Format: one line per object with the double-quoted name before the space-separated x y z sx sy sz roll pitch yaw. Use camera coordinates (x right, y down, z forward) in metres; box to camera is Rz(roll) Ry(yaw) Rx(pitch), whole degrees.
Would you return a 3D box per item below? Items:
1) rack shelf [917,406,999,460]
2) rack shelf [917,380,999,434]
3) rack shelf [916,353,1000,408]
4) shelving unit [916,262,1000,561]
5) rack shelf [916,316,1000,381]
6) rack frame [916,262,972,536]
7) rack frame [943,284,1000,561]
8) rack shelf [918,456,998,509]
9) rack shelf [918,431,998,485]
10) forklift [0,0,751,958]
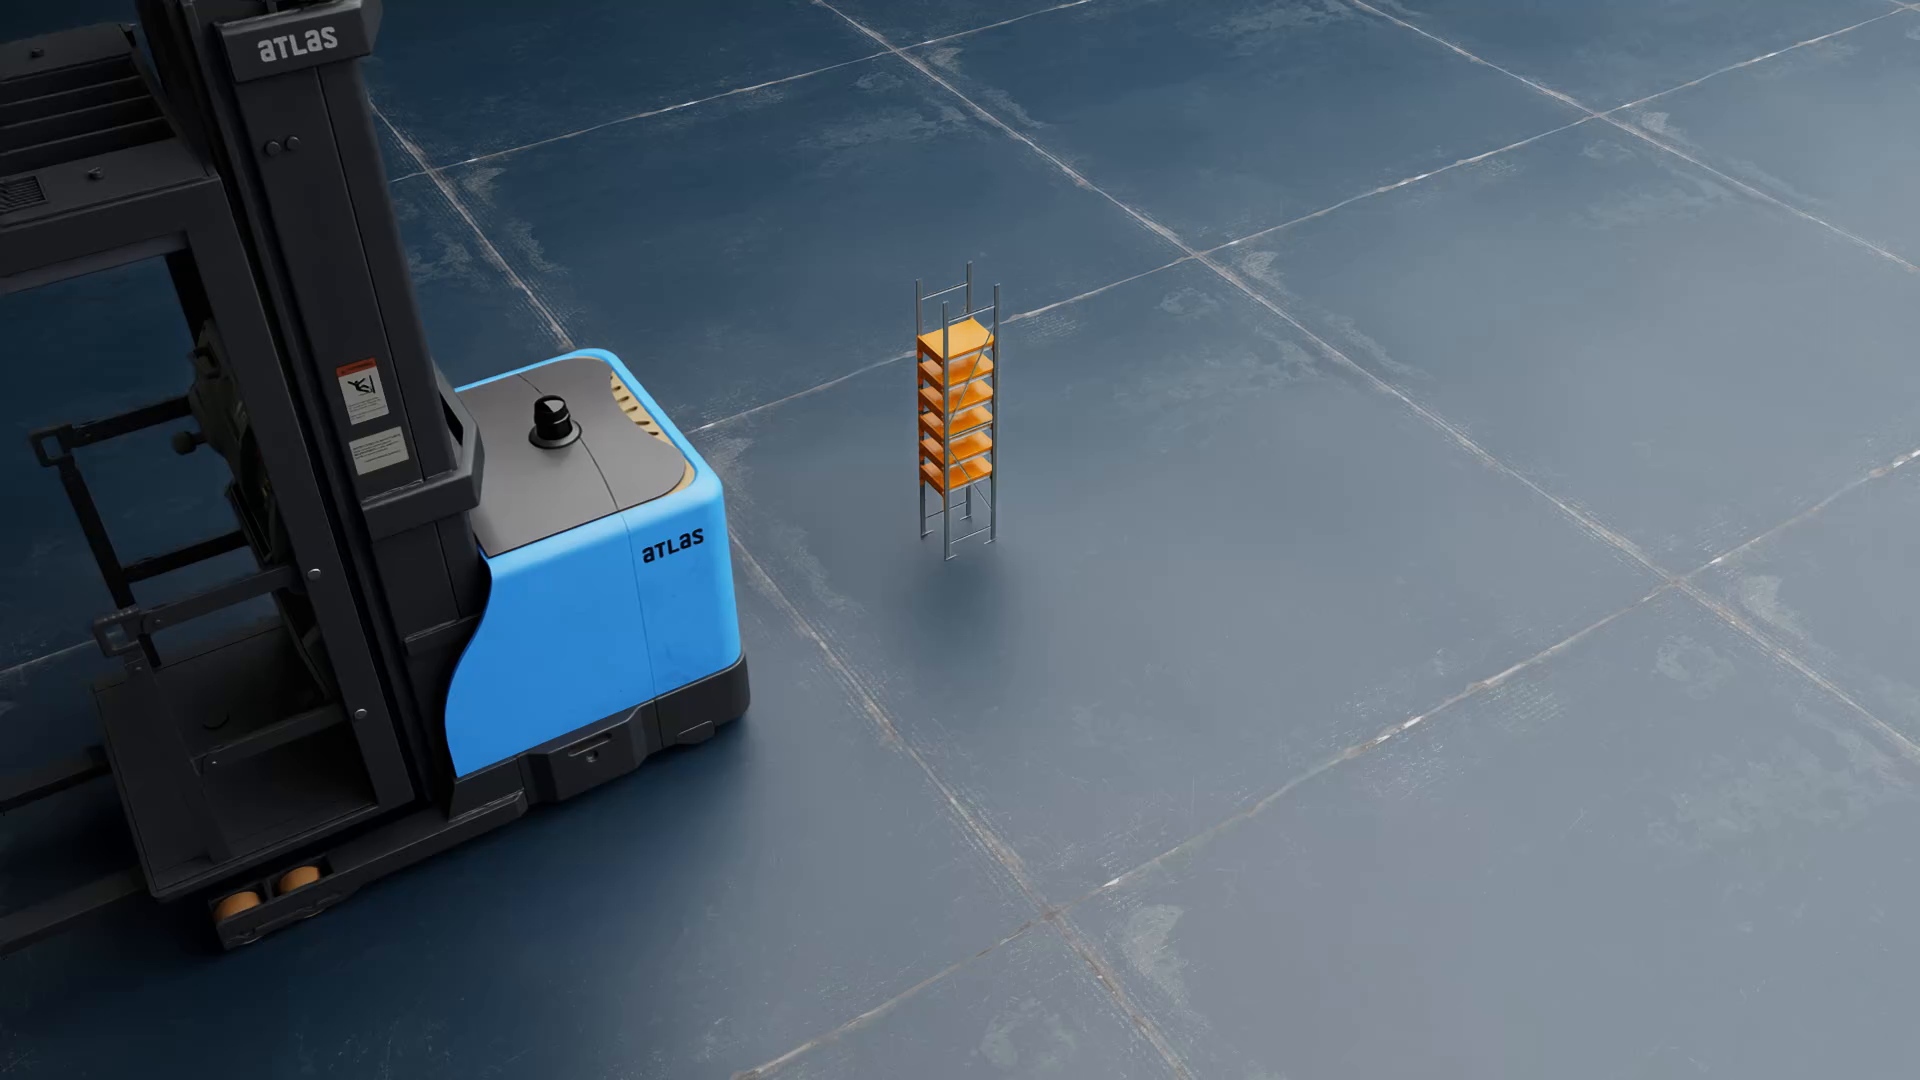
"rack shelf" -0.008 -0.435 6.404 0.258 0.103 0.180 -22 45 -24
"rack shelf" -0.008 -0.527 6.327 0.258 0.103 0.180 -22 45 -24
"rack shelf" -0.008 -0.619 6.250 0.258 0.103 0.180 -22 45 -24
"shelving unit" -0.008 -0.469 6.375 0.258 1.200 0.189 -22 45 -24
"rack shelf" -0.008 -0.711 6.173 0.258 0.103 0.180 -22 45 -24
"rack frame" -0.057 -0.518 6.435 0.240 1.200 0.006 -22 45 -24
"rack frame" 0.041 -0.419 6.316 0.240 1.200 0.006 -22 45 -24
"rack shelf" -0.008 -0.250 6.557 0.258 0.103 0.180 -22 45 -24
"rack shelf" -0.008 -0.342 6.481 0.258 0.103 0.180 -22 45 -24
"forklift" -2.271 -0.245 4.755 3.031 2.935 1.130 -22 44 -24
